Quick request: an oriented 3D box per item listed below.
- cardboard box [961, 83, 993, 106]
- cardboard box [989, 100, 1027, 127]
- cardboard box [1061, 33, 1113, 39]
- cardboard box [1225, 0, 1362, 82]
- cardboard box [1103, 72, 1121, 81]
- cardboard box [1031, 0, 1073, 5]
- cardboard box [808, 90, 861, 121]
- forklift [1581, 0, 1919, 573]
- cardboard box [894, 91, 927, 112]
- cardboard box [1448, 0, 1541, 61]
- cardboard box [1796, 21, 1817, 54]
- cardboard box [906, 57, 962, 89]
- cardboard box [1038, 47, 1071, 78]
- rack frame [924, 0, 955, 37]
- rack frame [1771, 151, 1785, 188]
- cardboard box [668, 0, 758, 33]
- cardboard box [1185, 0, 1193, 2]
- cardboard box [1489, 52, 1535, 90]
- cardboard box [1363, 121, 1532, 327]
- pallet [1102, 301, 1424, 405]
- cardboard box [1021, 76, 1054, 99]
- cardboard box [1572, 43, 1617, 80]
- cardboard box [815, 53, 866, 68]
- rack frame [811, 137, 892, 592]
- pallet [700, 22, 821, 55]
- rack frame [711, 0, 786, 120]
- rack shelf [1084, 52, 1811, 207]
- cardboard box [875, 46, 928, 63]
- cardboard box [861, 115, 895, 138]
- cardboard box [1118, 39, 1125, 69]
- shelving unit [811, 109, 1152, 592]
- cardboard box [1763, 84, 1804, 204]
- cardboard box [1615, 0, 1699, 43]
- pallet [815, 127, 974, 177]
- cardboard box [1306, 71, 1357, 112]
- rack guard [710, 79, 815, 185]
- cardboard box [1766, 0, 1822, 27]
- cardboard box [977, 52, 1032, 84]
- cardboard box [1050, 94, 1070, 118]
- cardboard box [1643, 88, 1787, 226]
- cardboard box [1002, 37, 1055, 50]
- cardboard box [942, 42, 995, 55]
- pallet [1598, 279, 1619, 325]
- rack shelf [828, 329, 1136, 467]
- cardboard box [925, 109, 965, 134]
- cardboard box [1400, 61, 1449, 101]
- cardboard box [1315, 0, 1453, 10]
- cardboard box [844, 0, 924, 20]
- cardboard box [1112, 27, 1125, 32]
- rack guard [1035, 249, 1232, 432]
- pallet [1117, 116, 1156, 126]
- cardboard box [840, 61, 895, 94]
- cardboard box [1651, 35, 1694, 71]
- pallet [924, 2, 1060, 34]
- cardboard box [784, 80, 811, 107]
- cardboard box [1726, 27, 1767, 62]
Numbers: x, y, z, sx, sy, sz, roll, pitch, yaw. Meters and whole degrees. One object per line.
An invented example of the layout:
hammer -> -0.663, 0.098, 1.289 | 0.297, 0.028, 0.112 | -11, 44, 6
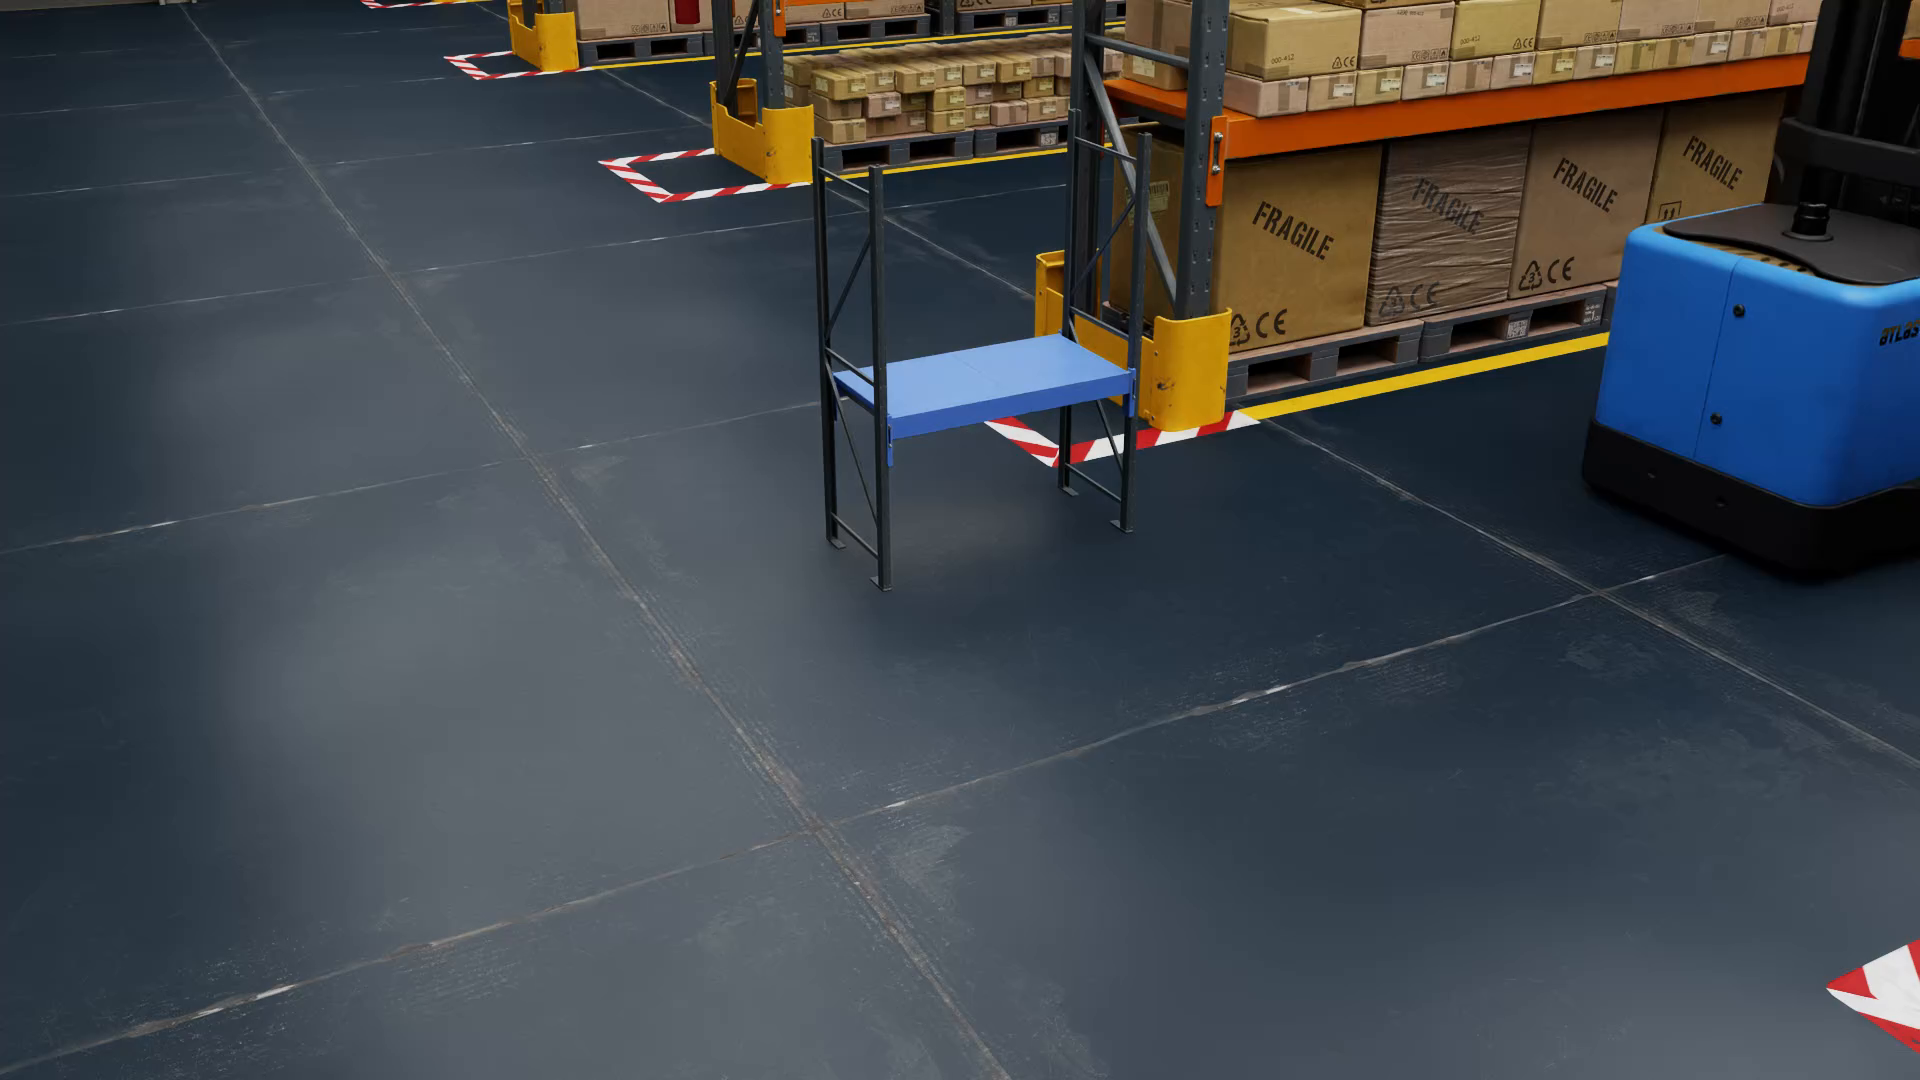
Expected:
cardboard box -> 0.035, -3.255, 12.029 | 0.250, 0.149, 0.380 | -14, 29, -28
cardboard box -> 0.282, -3.131, 12.115 | 0.250, 0.149, 0.380 | -15, 29, -28
cardboard box -> 0.980, -3.819, 12.861 | 0.250, 0.149, 0.380 | -14, 29, -26
cardboard box -> 1.338, -2.135, 7.061 | 0.500, 0.250, 0.500 | -14, 29, -26
cardboard box -> 1.000, -3.462, 12.460 | 0.250, 0.149, 0.380 | -12, 28, -24
cardboard box -> 0.957, -6.249, 17.769 | 0.875, 0.875, 0.875 | -12, 28, -24
cardboard box -> -0.874, -3.036, 11.573 | 0.250, 0.149, 0.380 | -12, 28, -23
forklift -> 4.007, -1.658, 6.317 | 3.031, 2.935, 1.130 | -14, 29, -27
cardboard box -> -0.432, -3.154, 11.818 | 0.250, 0.149, 0.380 | -13, 28, -24
cardboard box -> 2.239, -2.345, 7.498 | 0.500, 0.250, 0.500 | -14, 29, -27
cardboard box -> 4.202, -2.588, 8.466 | 0.250, 0.149, 0.380 | -13, 28, -25
cardboard box -> -0.186, -3.325, 11.831 | 0.250, 0.149, 0.380 | -15, 29, -28
cardboard box -> 0.764, -3.510, 12.217 | 0.250, 0.149, 0.380 | -14, 29, -27
rack frame -> -0.346, -6.674, 16.684 | 0.127, 3.000, 1.000 | -13, 29, -25
rack frame -> 4.317, -2.889, 8.801 | 0.127, 3.000, 1.000 | -13, 29, -25
cardboard box -> -2.537, -5.255, 16.205 | 0.875, 0.438, 0.875 | -12, 28, -24
cardboard box -> 1.094, -2.678, 7.326 | 0.500, 0.500, 0.500 | -13, 28, -24
cardboard box -> 2.389, -2.170, 7.594 | 0.250, 0.149, 0.380 | -13, 29, -26
cardboard box -> 2.118, -1.652, 8.195 | 0.875, 0.875, 0.875 | -13, 29, -25
pallet -> 1.456, -1.010, 8.110 | 1.213, 0.211, 1.003 | -13, 29, -25
cardboard box -> 0.498, -3.377, 12.283 | 0.250, 0.149, 0.380 | -12, 28, -23
cardboard box -> 2.843, -2.275, 7.813 | 0.250, 0.149, 0.380 | -13, 28, -24
cardboard box -> -0.861, -3.395, 11.977 | 0.250, 0.149, 0.380 | -12, 28, -24
rack frame -> -0.373, -0.590, 5.746 | 0.032, 1.500, 0.500 | -13, 29, -25
pallet -> -2.132, -5.041, 16.506 | 1.213, 0.211, 1.003 | -13, 29, -25
rack frame -> -1.457, -3.989, 11.093 | 0.127, 3.000, 1.000 | -13, 29, -25
rack shelf -> 2.552, -2.157, 8.109 | 4.000, 0.370, 1.077 | -13, 29, -25
cardboard box -> -0.434, -3.525, 12.248 | 0.250, 0.149, 0.380 | -14, 29, -27
cardboard box -> -0.652, -2.962, 11.763 | 0.250, 0.149, 0.380 | -13, 29, -25
cardboard box -> 1.192, -3.660, 12.530 | 0.250, 0.149, 0.380 | -12, 28, -23
shelving unit -> 0.075, -0.693, 5.962 | 1.048, 1.500, 0.538 | -13, 29, -25
cardboard box -> 4.872, -2.258, 9.458 | 0.875, 0.875, 1.225 | -13, 29, -25
cardboard box -> 3.145, -2.555, 7.935 | 0.500, 0.250, 0.500 | -12, 28, -24
pallet -> -0.657, -2.899, 12.045 | 1.213, 0.211, 1.003 | -13, 29, -25
cardboard box -> 1.482, -1.960, 7.157 | 0.250, 0.149, 0.380 | -13, 29, -26
rack guard -> -1.390, -2.878, 11.666 | 0.348, 0.500, 1.175 | -13, 29, -25
cardboard box -> 4.051, -2.765, 8.373 | 0.500, 0.250, 0.500 | -14, 29, -26
cardboard box -> 0.317, -3.414, 12.016 | 0.250, 0.149, 0.380 | -13, 28, -24
cardboard box -> 0.711, -3.260, 12.382 | 0.250, 0.149, 0.380 | -12, 28, -24
cardboard box -> 3.697, -2.017, 8.954 | 0.875, 0.875, 0.875 | -13, 29, -25
cardboard box -> 0.516, -3.712, 12.636 | 0.250, 0.149, 0.380 | -14, 29, -27
cardboard box -> 0.062, -3.612, 12.429 | 0.250, 0.149, 0.380 | -14, 29, -27
pallet -> 3.609, -1.507, 9.145 | 1.213, 0.211, 1.003 | -13, 29, -25
rack shelf -> 0.075, -0.531, 6.039 | 1.000, 0.185, 0.538 | -13, 29, -25
cardboard box -> -0.159, -3.026, 11.895 | 0.250, 0.149, 0.380 | -13, 28, -24
cardboard box -> 1.937, -2.066, 7.377 | 0.250, 0.149, 0.380 | -13, 29, -26
cardboard box -> 1.779, -2.575, 7.111 | 0.500, 0.500, 0.500 | -14, 29, -26
cardboard box -> -0.951, -5.621, 16.967 | 0.875, 0.438, 0.875 | -13, 29, -26
cardboard box -> 1.400, -3.952, 13.136 | 0.250, 0.149, 0.380 | -12, 28, -23
rack guard -> 0.766, -0.942, 7.635 | 0.348, 0.500, 1.175 | -13, 29, -25
pallet -> 1.496, -3.396, 13.080 | 1.213, 0.211, 1.003 | -13, 29, -25
cardboard box -> -0.648, -3.240, 11.655 | 0.250, 0.149, 0.380 | -12, 28, -24
cardboard box -> 3.294, -2.379, 8.029 | 0.250, 0.149, 0.380 | -12, 28, -24
pallet -> 0.299, -5.602, 17.675 | 1.213, 0.211, 1.003 | -13, 29, -25
cardboard box -> -1.126, -3.244, 12.005 | 0.250, 0.149, 0.380 | -14, 29, -26
cardboard box -> 3.748, -2.484, 8.248 | 0.250, 0.149, 0.380 | -14, 29, -26
